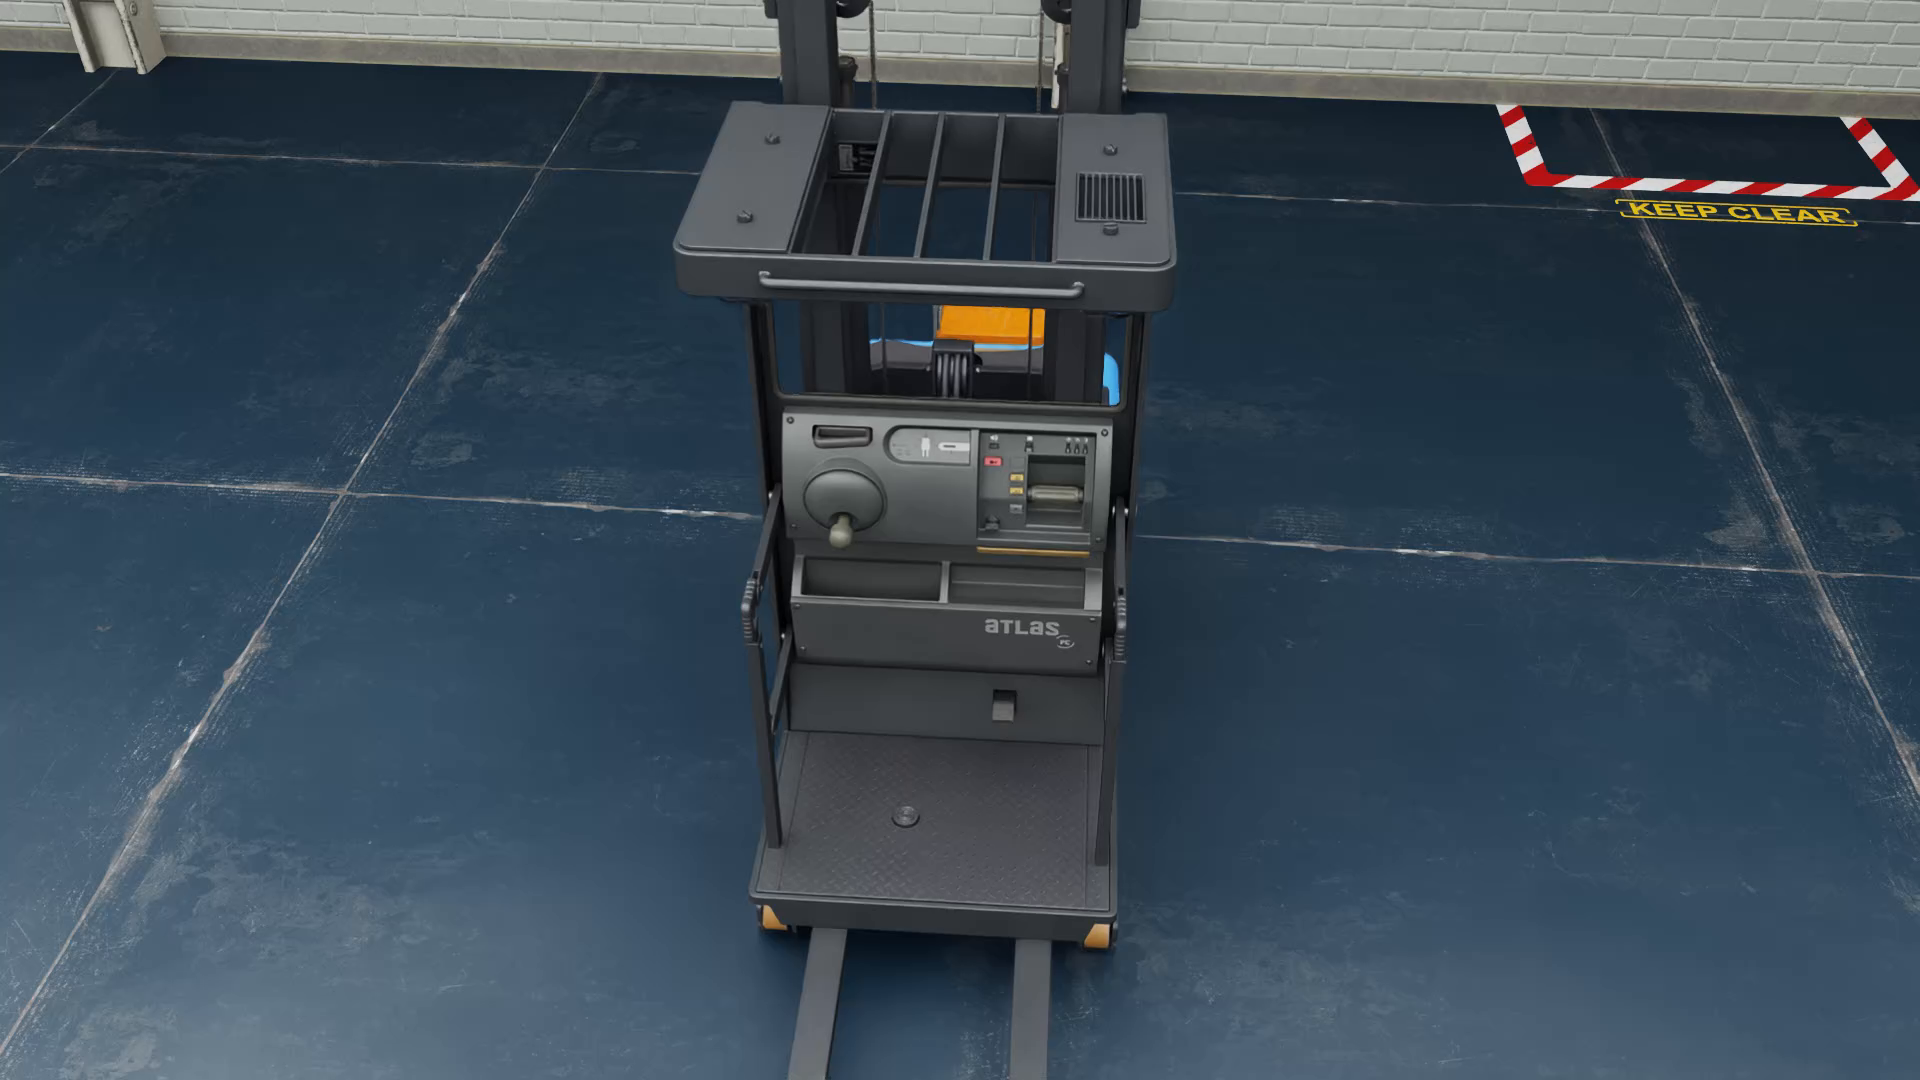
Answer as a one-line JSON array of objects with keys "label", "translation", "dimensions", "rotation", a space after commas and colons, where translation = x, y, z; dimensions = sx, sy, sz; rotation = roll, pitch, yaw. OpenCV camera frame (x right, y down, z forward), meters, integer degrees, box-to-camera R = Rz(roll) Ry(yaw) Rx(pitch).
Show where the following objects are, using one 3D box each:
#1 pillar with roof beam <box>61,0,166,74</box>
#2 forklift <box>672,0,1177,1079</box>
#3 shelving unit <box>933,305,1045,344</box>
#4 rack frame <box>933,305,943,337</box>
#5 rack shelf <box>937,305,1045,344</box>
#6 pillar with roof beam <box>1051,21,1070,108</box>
[{"label": "pillar with roof beam", "translation": [-5.593, -3.775, 4.260], "dimensions": [0.400, 9.000, 9.100], "rotation": [3, 39, 4]}, {"label": "forklift", "translation": [-0.051, -0.087, 4.535], "dimensions": [1.130, 2.935, 3.031], "rotation": [2, 39, 3]}, {"label": "shelving unit", "translation": [0.165, -0.458, 6.362], "dimensions": [0.503, 1.200, 0.258], "rotation": [3, 39, 3]}, {"label": "rack frame", "translation": [-0.079, -0.469, 6.376], "dimensions": [0.015, 1.200, 0.240], "rotation": [3, 39, 3]}, {"label": "rack shelf", "translation": [0.165, -0.763, 6.114], "dimensions": [0.480, 0.148, 0.258], "rotation": [3, 39, 3]}, {"label": "pillar with roof beam", "translation": [0.385, -3.448, 3.858], "dimensions": [0.400, 9.000, 9.100], "rotation": [3, 39, 4]}]
